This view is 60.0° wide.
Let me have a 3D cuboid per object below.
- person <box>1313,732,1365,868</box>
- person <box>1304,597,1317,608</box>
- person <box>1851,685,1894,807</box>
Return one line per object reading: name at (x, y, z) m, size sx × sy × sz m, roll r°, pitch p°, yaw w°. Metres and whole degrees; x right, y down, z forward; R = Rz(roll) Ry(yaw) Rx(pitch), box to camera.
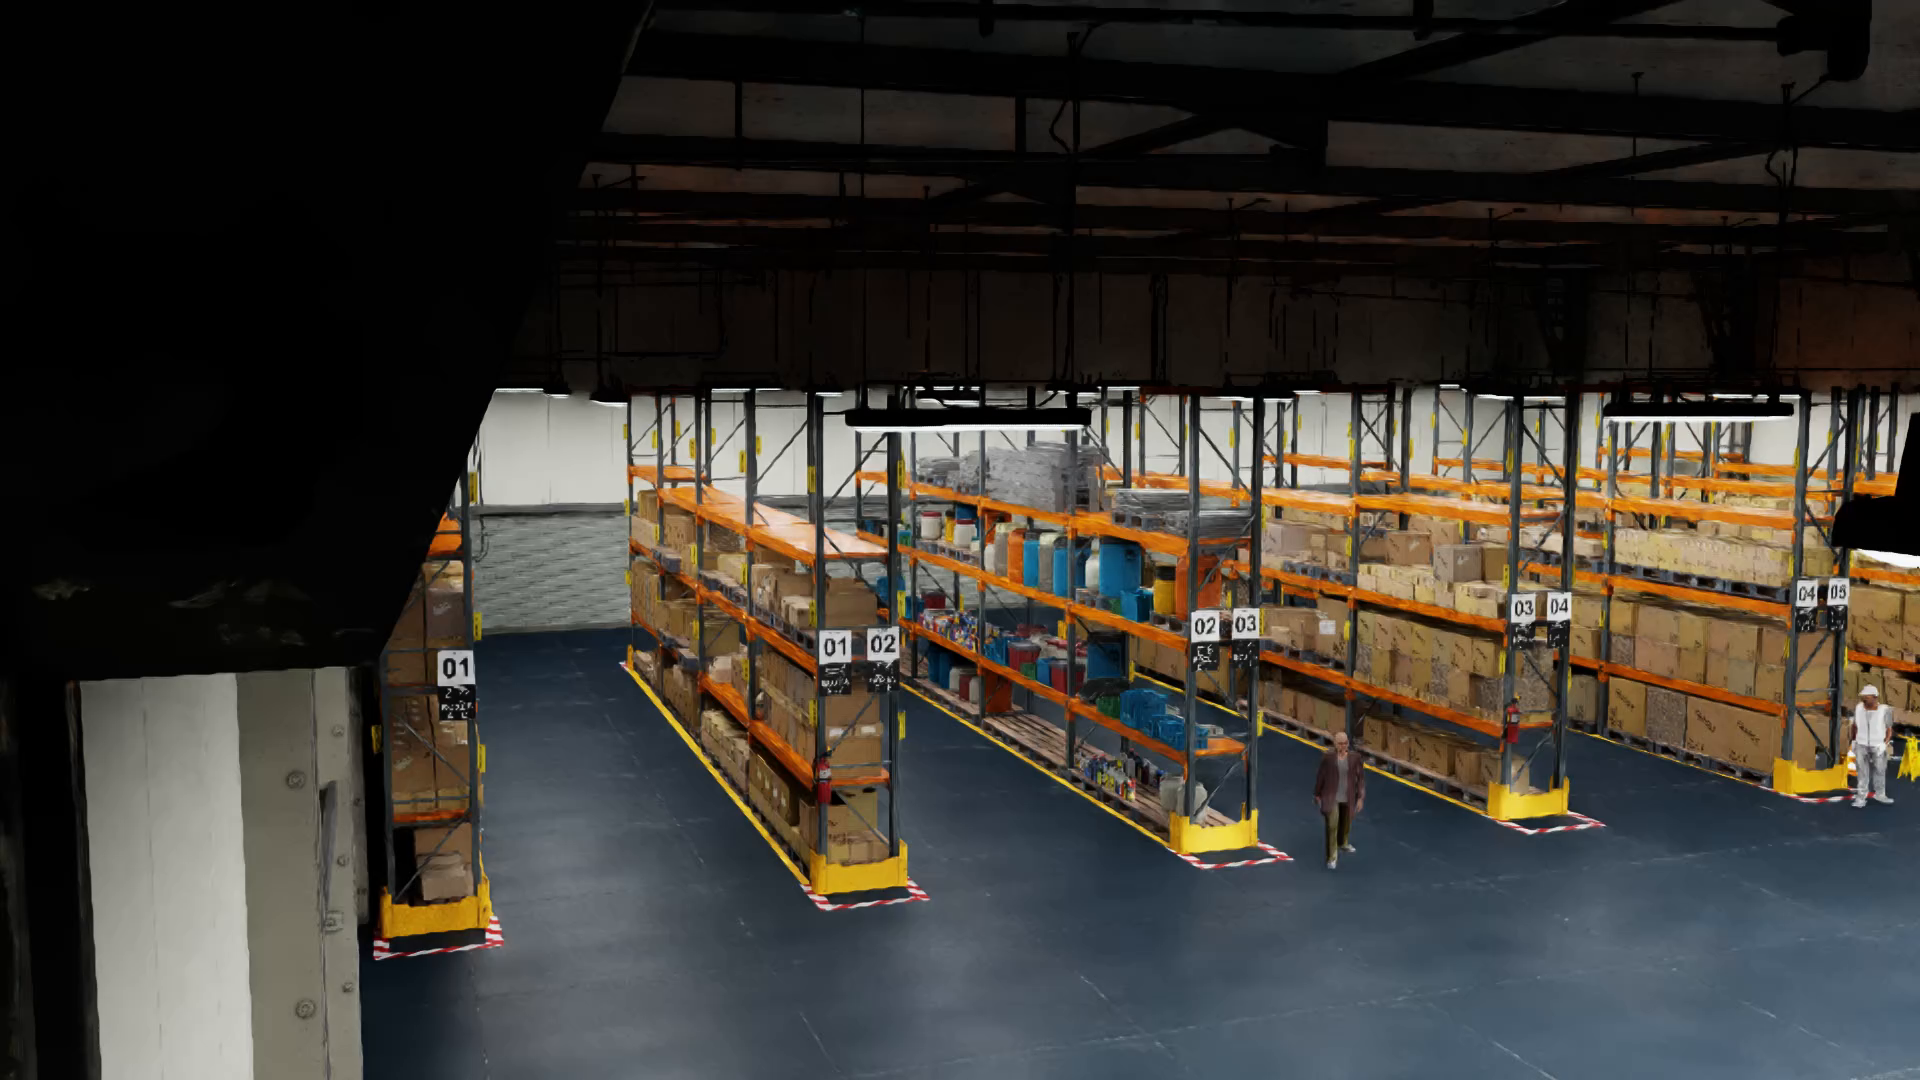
person at (4.863, 3.281, 21.294) m, size 0.630 × 1.723 × 1.047 m, roll 0°, pitch 6°, yaw 1°
person at (8.680, 1.204, 41.204) m, size 0.625 × 1.767 × 0.686 m, roll -3°, pitch 7°, yaw -31°
person at (13.196, 2.972, 24.071) m, size 0.567 × 1.783 × 0.714 m, roll 5°, pitch 8°, yaw 42°
